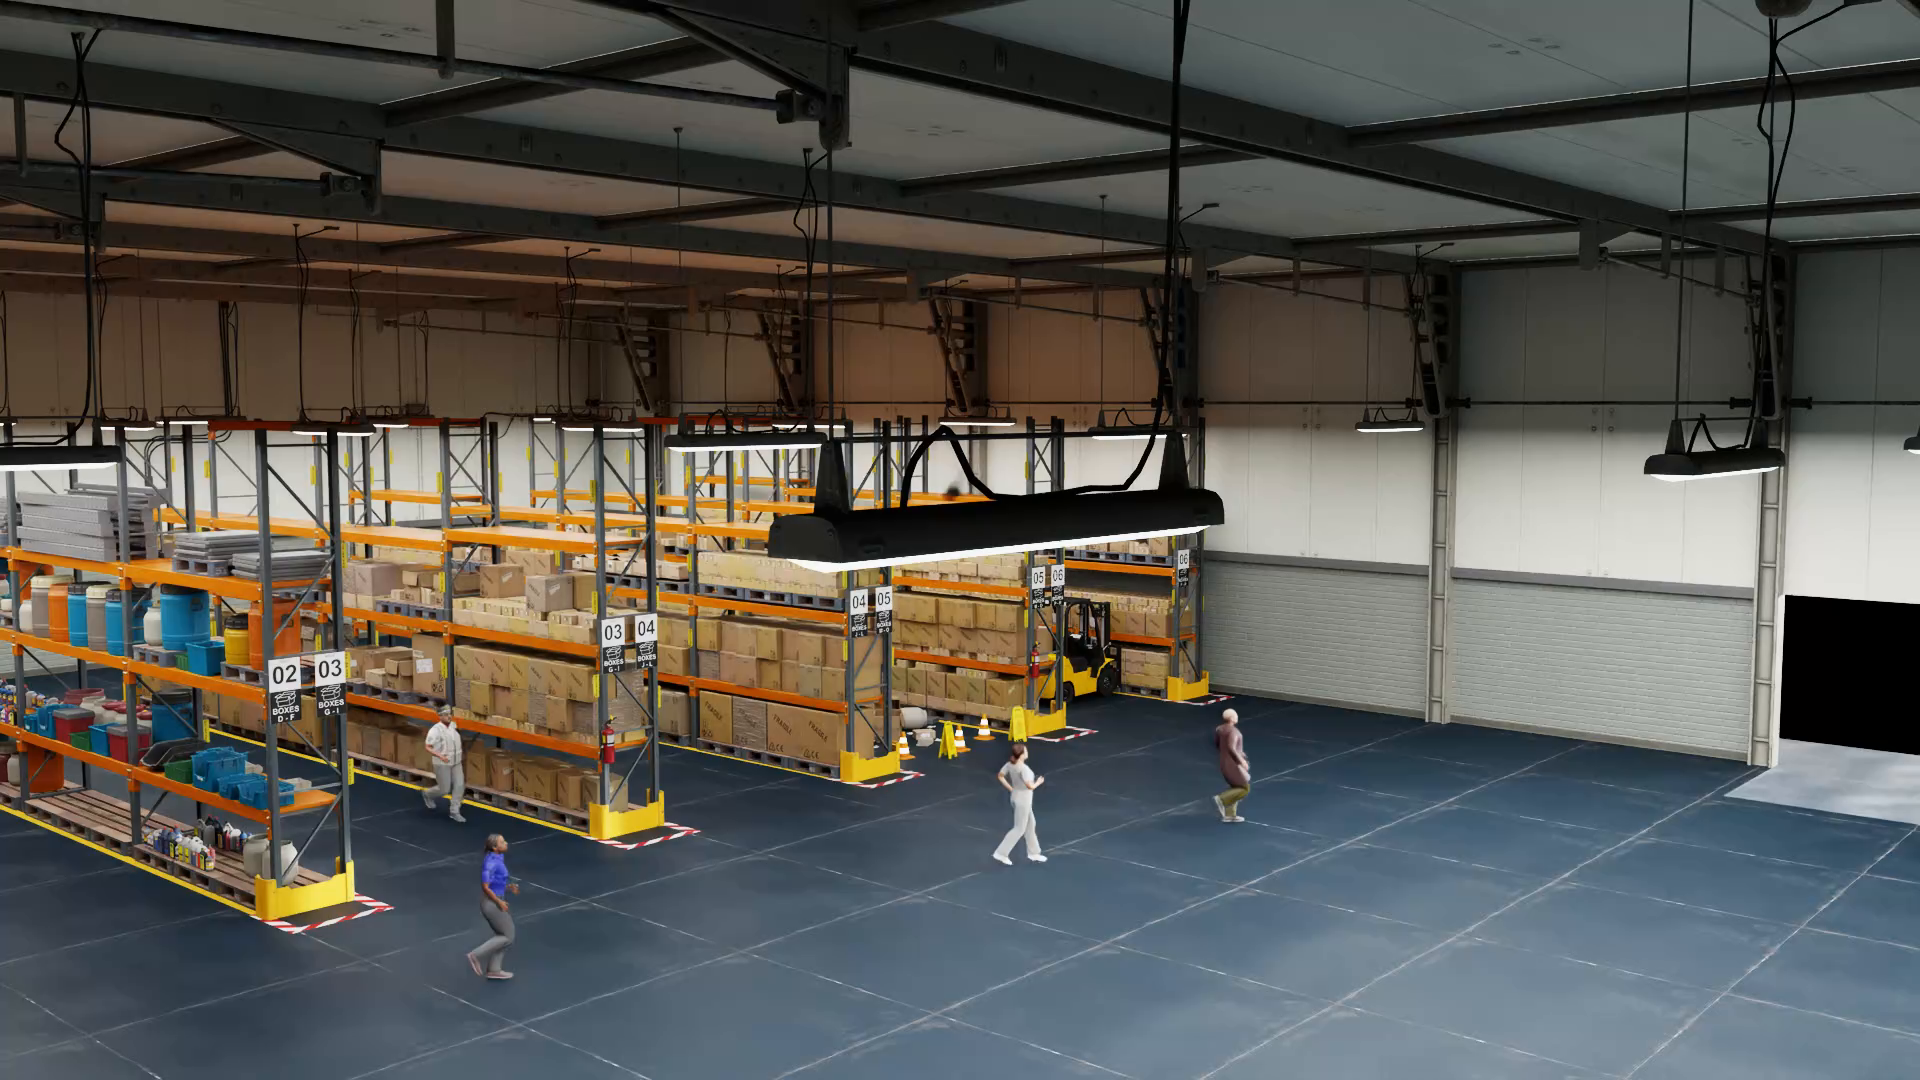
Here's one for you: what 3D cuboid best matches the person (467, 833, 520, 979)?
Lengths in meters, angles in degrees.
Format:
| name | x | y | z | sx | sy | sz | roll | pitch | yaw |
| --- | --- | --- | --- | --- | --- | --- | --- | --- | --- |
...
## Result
| name | x | y | z | sx | sy | sz | roll | pitch | yaw |
| --- | --- | --- | --- | --- | --- | --- | --- | --- | --- |
| person | -5.125 | 4.022 | 18.247 | 0.598 | 1.617 | 0.572 | -2 | 5 | -21 |

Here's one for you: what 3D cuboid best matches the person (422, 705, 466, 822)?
| name | x | y | z | sx | sy | sz | roll | pitch | yaw |
| --- | --- | --- | --- | --- | --- | --- | --- | --- | --- |
| person | -7.820 | 3.372 | 25.249 | 0.816 | 1.772 | 0.645 | 3 | 6 | 35 |

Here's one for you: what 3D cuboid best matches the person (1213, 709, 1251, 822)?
| name | x | y | z | sx | sy | sz | roll | pitch | yaw |
| --- | --- | --- | --- | --- | --- | --- | --- | --- | --- |
| person | 4.058 | 3.395 | 24.989 | 0.637 | 1.733 | 0.710 | -2 | 5 | -18 |

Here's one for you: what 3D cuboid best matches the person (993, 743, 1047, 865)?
| name | x | y | z | sx | sy | sz | roll | pitch | yaw |
| --- | --- | --- | --- | --- | --- | --- | --- | --- | --- |
| person | 0.826 | 3.589 | 22.597 | 0.862 | 1.681 | 0.561 | -2 | 5 | -24 |

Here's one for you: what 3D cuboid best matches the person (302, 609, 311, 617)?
| name | x | y | z | sx | sy | sz | roll | pitch | yaw |
| --- | --- | --- | --- | --- | --- | --- | --- | --- | --- |
| person | -14.972 | 2.351 | 38.047 | 0.652 | 1.706 | 0.850 | 1 | 5 | 7 |
